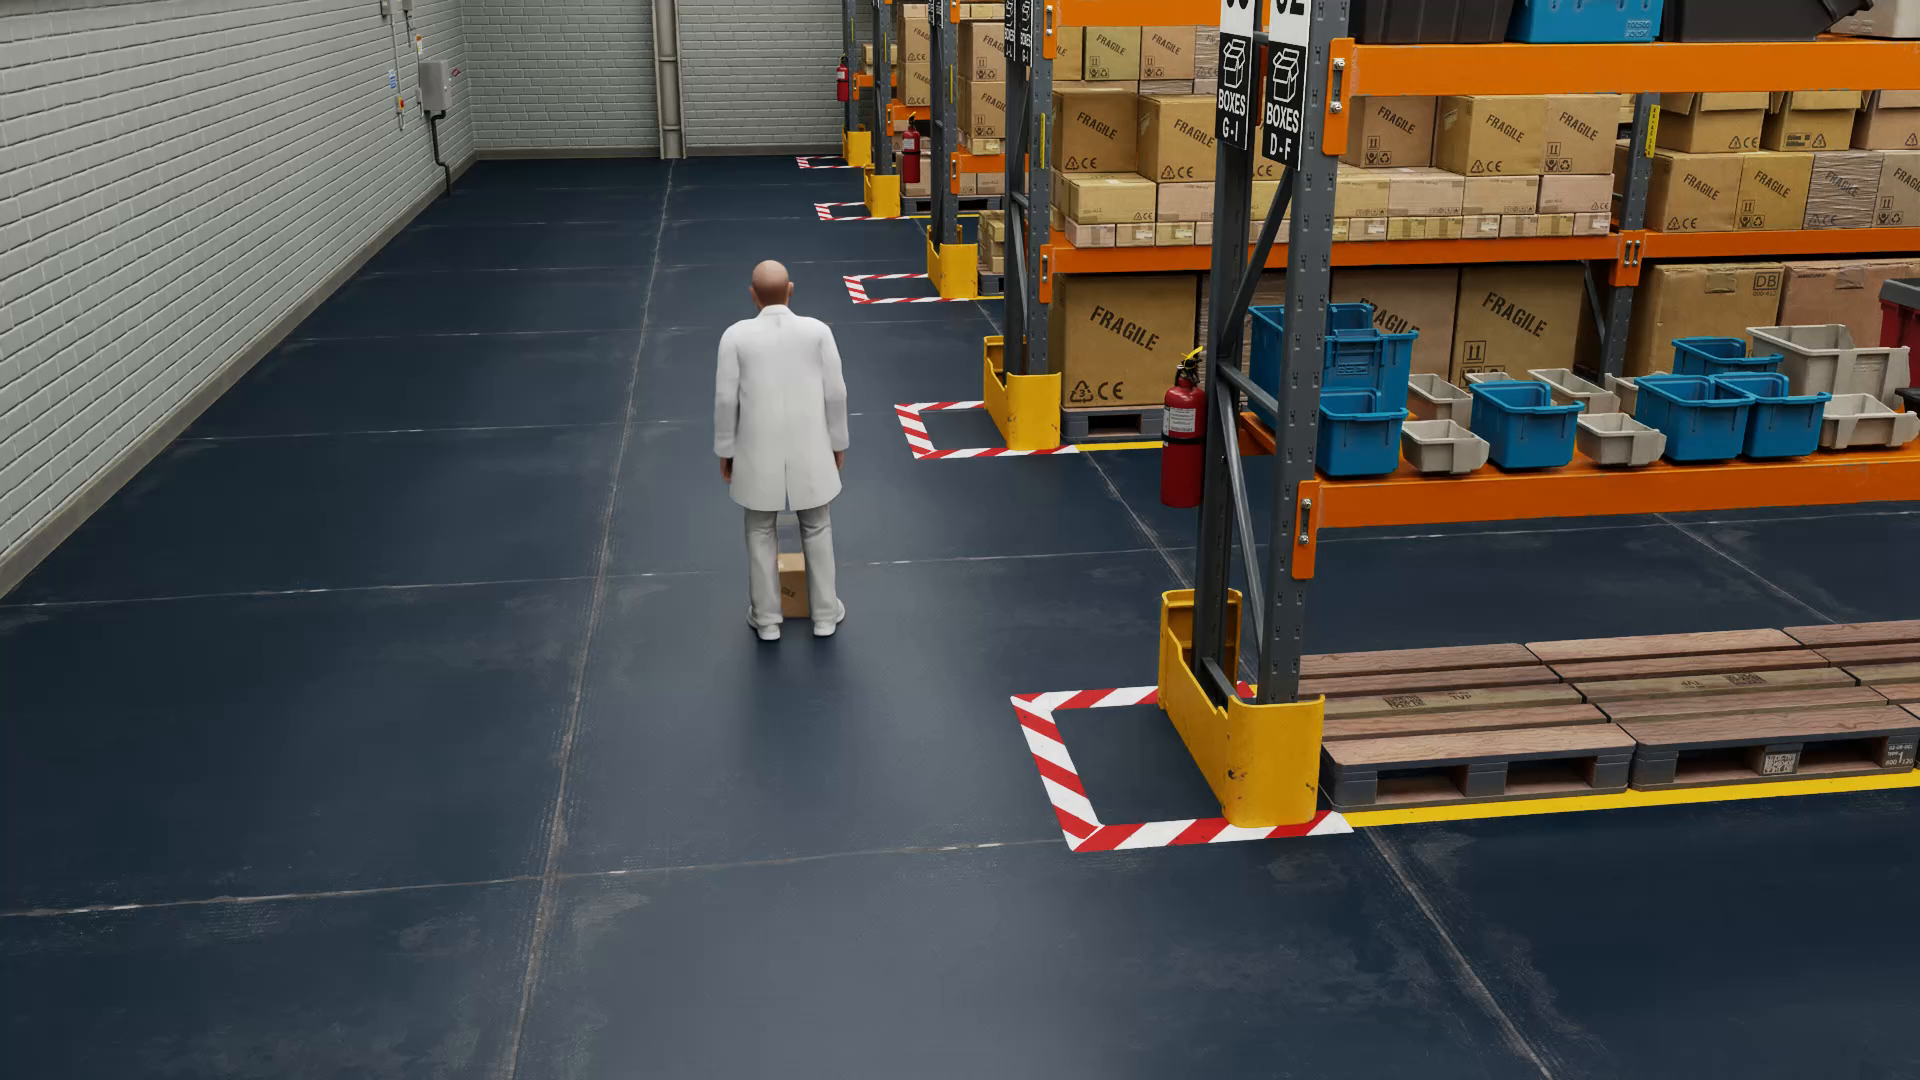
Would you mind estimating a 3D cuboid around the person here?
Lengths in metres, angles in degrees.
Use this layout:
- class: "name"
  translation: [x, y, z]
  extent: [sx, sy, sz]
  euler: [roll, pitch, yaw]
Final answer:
- class: "person"
  translation: [-0.827, -0.408, 7.733]
  extent: [0.631, 1.773, 0.427]
  euler: [-4, 20, -10]
